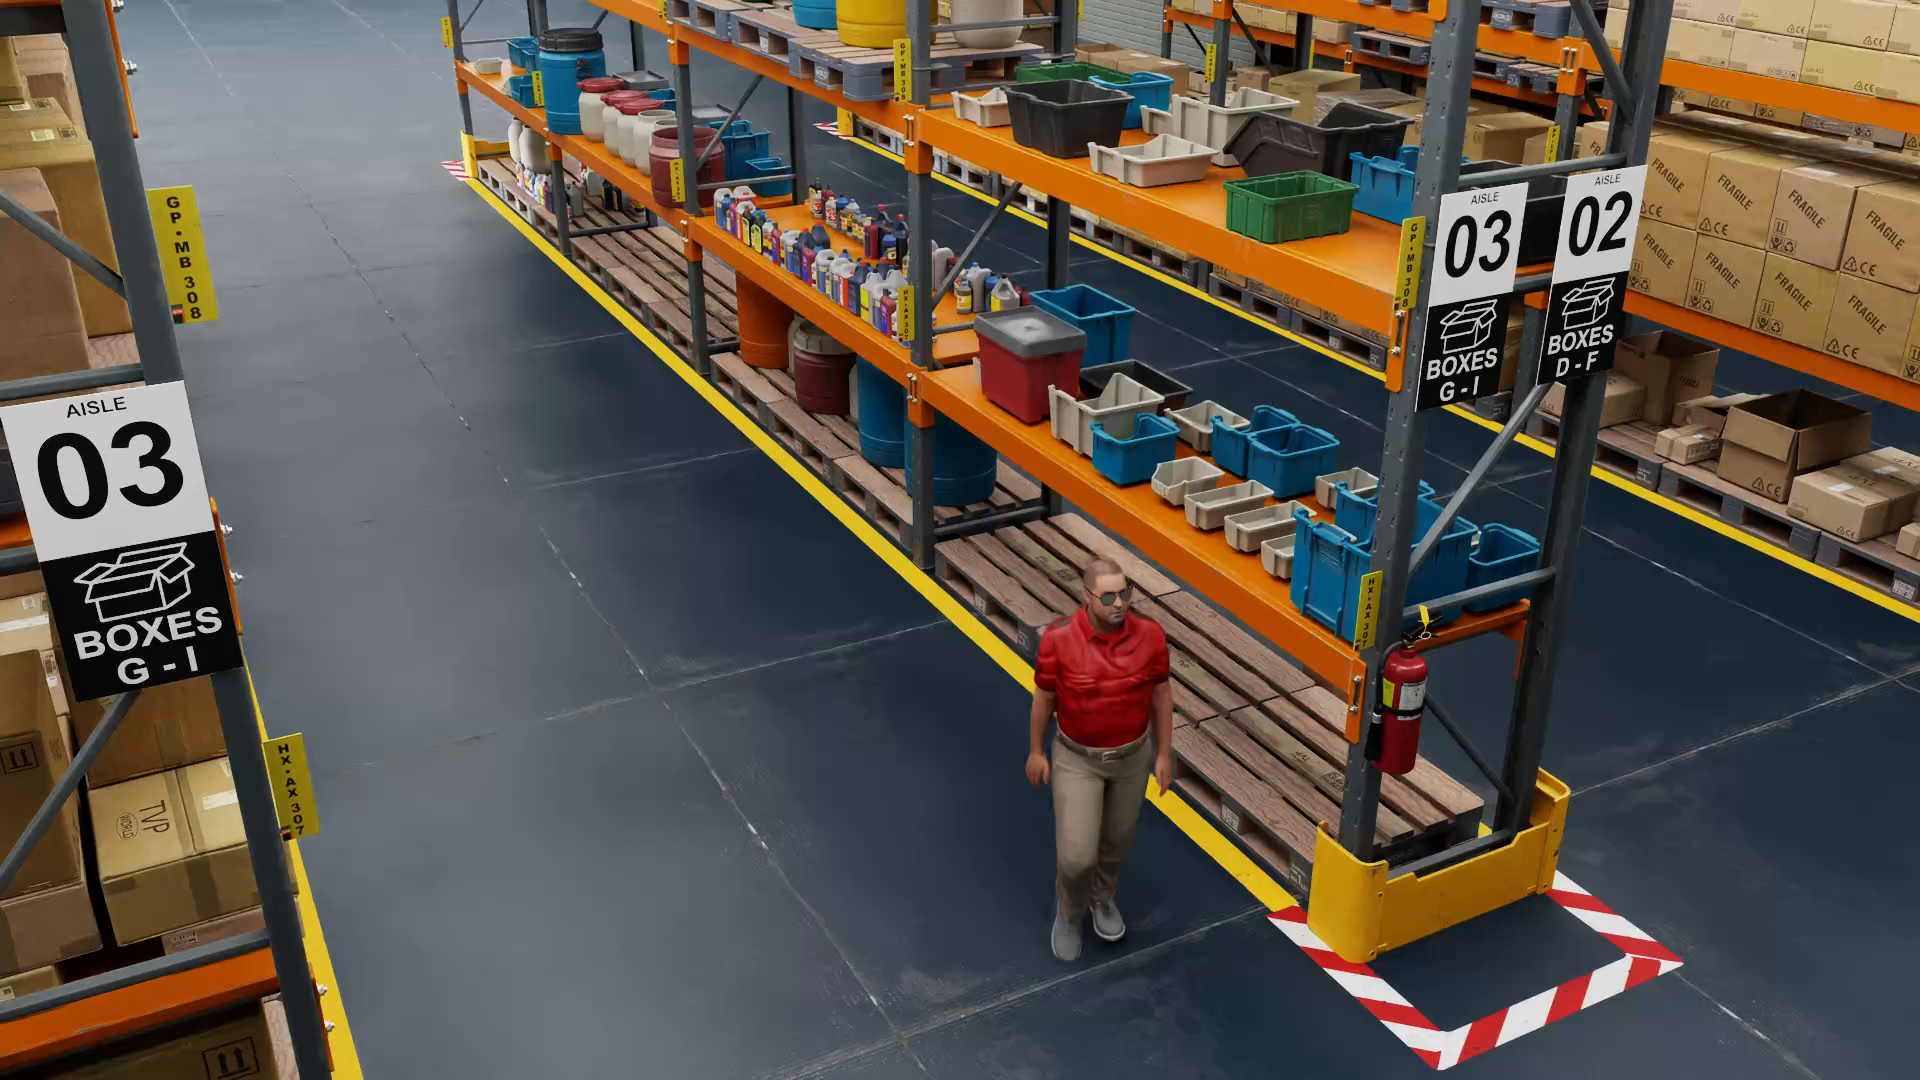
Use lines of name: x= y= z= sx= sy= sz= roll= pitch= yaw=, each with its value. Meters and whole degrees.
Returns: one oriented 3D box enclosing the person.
person: x=0.582 y=0.923 z=6.699 sx=0.578 sy=1.786 sz=0.487 roll=-5 pitch=26 yaw=-11
